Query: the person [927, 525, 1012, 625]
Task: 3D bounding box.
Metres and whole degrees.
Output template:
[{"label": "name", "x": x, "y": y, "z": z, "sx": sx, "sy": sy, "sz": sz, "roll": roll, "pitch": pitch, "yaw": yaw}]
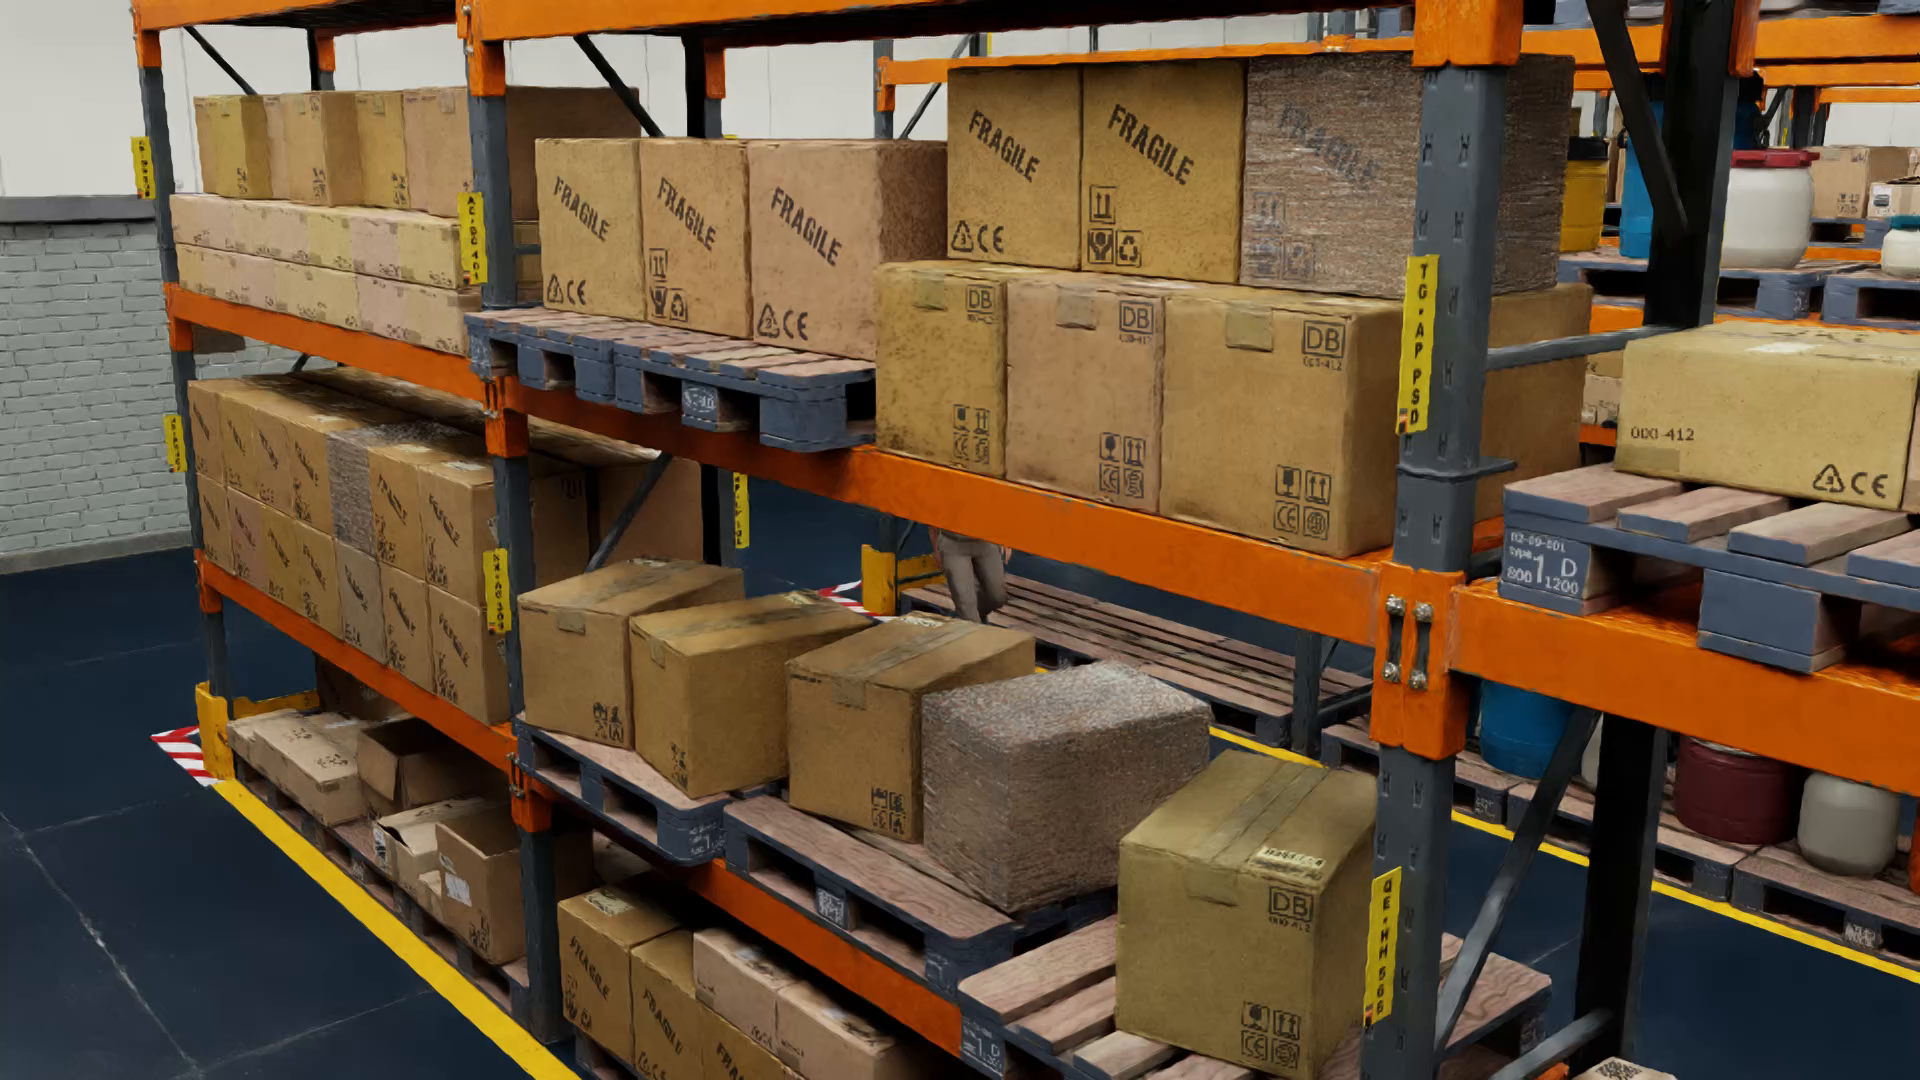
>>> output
[{"label": "person", "x": 0.039, "y": 0.031, "z": 11.441, "sx": 0.592, "sy": 1.692, "sz": 0.721, "roll": -3, "pitch": 14, "yaw": -13}]
